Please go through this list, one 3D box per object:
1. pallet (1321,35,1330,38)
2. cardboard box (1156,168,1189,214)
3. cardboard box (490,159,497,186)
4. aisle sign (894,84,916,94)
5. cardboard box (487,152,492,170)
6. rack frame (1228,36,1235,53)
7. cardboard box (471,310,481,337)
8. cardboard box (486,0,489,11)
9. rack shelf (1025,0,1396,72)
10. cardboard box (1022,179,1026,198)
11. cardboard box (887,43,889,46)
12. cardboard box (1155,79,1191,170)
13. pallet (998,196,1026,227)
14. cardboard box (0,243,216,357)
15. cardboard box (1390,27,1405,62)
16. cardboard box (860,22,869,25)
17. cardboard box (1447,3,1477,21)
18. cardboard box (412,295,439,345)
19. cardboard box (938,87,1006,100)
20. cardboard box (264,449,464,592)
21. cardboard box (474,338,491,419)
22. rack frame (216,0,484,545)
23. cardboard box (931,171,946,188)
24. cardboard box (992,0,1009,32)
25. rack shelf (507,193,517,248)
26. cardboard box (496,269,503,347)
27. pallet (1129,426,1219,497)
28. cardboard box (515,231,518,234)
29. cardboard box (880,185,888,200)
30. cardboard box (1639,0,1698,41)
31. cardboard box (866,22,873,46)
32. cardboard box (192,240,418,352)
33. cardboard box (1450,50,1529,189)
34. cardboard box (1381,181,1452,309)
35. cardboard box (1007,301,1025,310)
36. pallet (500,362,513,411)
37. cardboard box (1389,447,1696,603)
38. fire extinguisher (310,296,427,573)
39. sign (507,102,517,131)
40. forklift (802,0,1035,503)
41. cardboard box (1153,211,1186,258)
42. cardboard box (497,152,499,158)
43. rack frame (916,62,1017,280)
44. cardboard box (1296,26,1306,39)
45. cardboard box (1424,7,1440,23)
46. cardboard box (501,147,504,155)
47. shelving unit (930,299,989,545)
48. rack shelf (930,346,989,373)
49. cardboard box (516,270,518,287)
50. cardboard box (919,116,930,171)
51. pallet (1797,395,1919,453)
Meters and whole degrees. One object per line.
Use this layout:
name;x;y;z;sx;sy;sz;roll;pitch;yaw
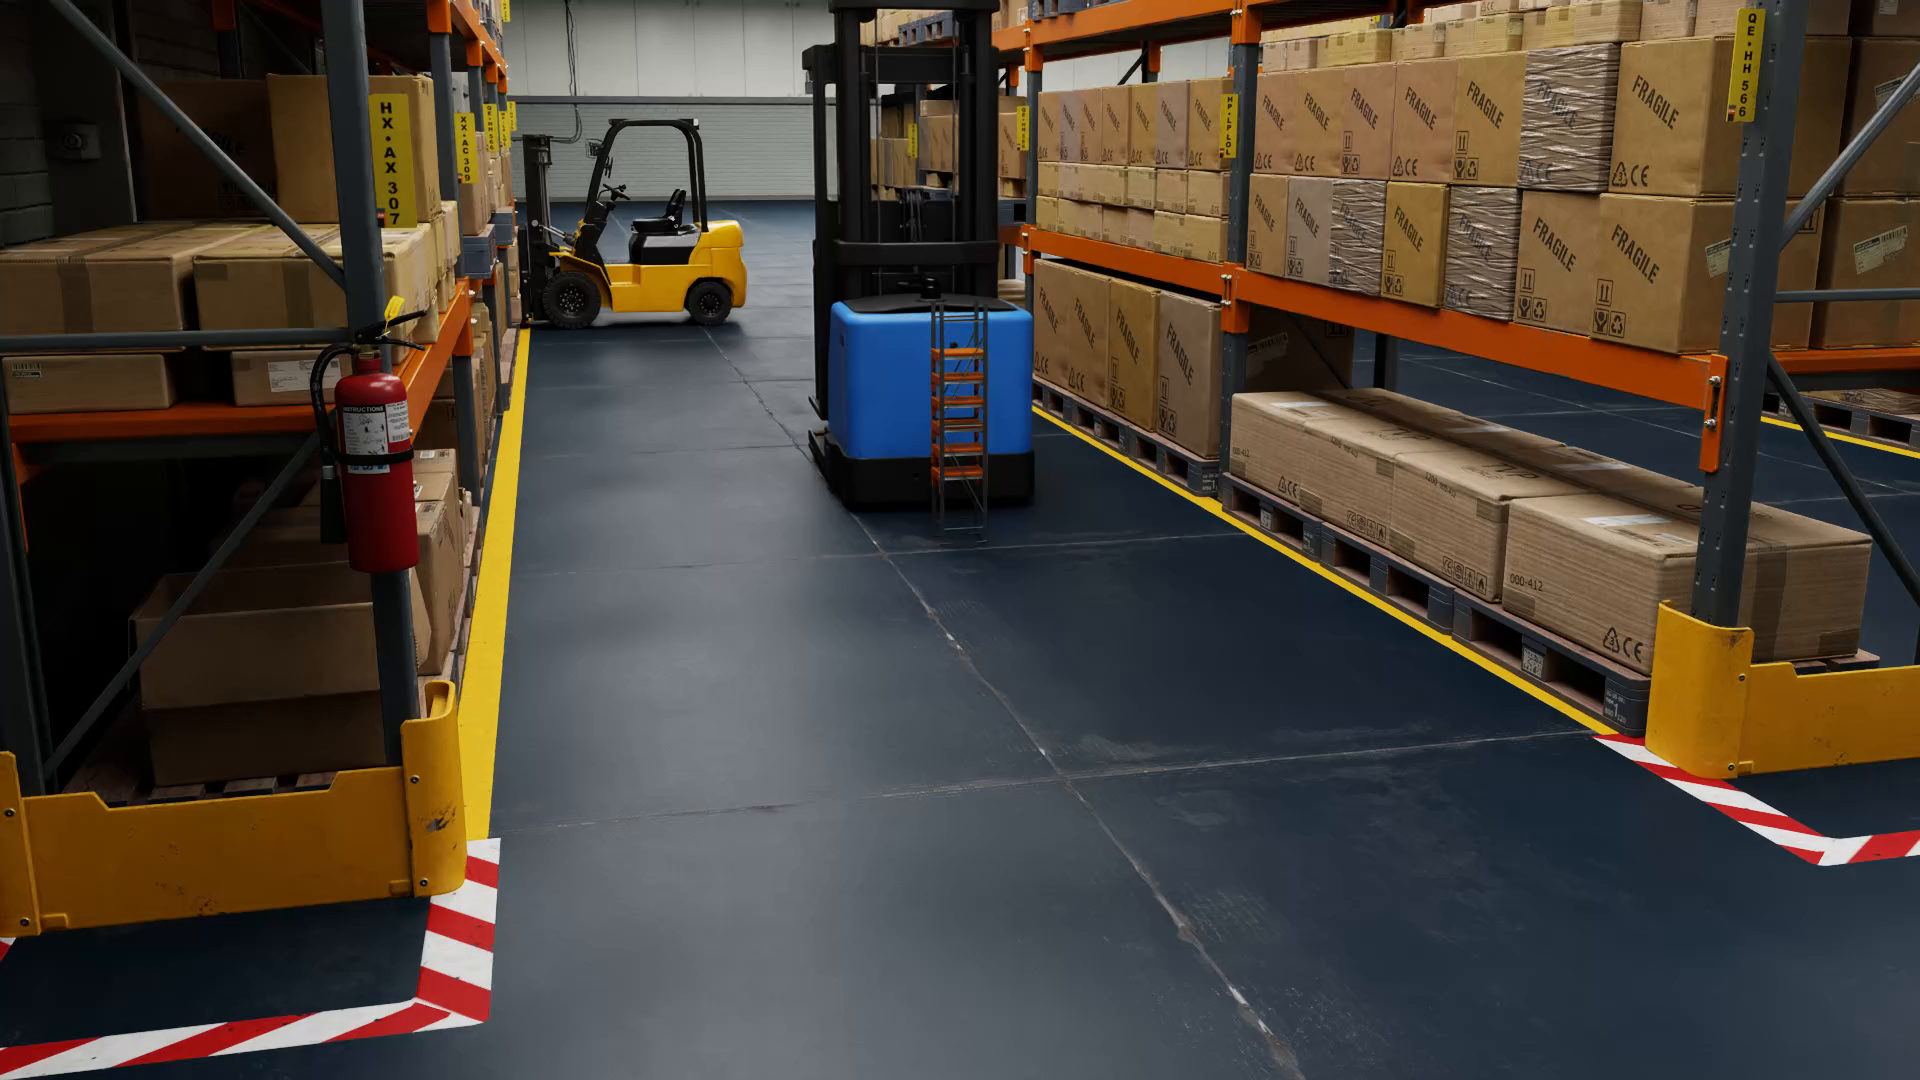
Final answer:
pallet;4.671;-5.438;18.233;1.003;0.211;1.213;-3;14;-13
cardboard box;1.480;-2.063;9.814;0.500;0.250;0.500;-3;14;-12
cardboard box;-3.908;-2.859;13.070;0.500;0.250;0.500;-4;14;-15
aisle sign;-0.607;-5.752;20.172;0.394;0.787;0.004;-3;14;-13
cardboard box;-3.256;-2.223;10.104;0.797;0.503;0.637;-4;14;-14
rack frame;3.914;-7.672;20.868;1.000;3.000;0.127;-3;14;-13
cardboard box;-3.344;-1.416;10.917;0.380;0.149;0.250;-4;14;-15
cardboard box;-4.352;-4.771;14.407;0.500;0.311;0.500;-4;14;-15
rack shelf;1.474;-3.259;10.642;1.077;0.370;4.000;-3;14;-13
cardboard box;0.699;-2.757;13.037;0.380;0.149;0.250;-3;14;-11
cardboard box;-0.576;-5.288;17.962;0.380;0.149;0.250;-3;14;-14
cardboard box;1.466;-2.432;9.745;0.500;0.500;0.500;-3;14;-12
pallet;0.734;-2.678;13.473;1.213;0.211;1.003;-3;14;-13
cardboard box;-2.307;-0.653;4.468;0.500;0.250;0.500;-3;14;-12
cardboard box;2.115;-2.160;7.265;0.380;0.149;0.250;-3;14;-13
cardboard box;-0.929;-5.907;18.814;0.380;0.149;0.250;-3;14;-13
cardboard box;4.929;-5.085;16.033;0.380;0.149;0.250;-3;14;-13
cardboard box;-2.005;-0.759;5.742;0.380;0.149;0.250;-4;14;-15
cardboard box;0.173;-4.328;16.877;0.700;0.500;0.500;-3;14;-14
cardboard box;-2.399;-0.065;6.754;0.700;0.500;0.500;-4;14;-15
cardboard box;-3.278;-1.003;10.593;0.500;0.500;0.500;-3;14;-11
rack frame;-2.880;-1.412;7.888;1.000;3.000;0.127;-3;14;-13
cardboard box;-0.062;-3.414;15.727;0.380;0.149;0.250;-3;14;-12
cardboard box;0.619;-4.470;13.867;0.797;0.503;0.637;-3;14;-13
rack shelf;-5.229;-3.370;17.416;1.077;0.370;4.000;-3;14;-13
cardboard box;-4.451;-2.009;14.450;0.875;0.625;0.625;-3;14;-14
pallet;1.690;-0.509;10.067;1.003;0.211;1.213;-3;14;-13
cardboard box;-5.033;-3.213;18.059;0.500;0.250;0.500;-3;14;-12
cardboard box;-0.675;-3.823;18.284;0.380;0.149;0.250;-3;14;-13
cardboard box;2.522;-1.746;5.567;0.380;0.149;0.250;-3;14;-12
cardboard box;-0.761;-5.622;18.486;0.500;0.250;0.500;-3;14;-12
cardboard box;-1.785;-0.681;4.584;0.500;0.250;0.500;-3;14;-13
cardboard box;2.274;-1.633;6.472;0.500;0.500;0.500;-3;14;-13
cardboard box;2.145;-1.265;7.076;0.500;0.500;0.500;-3;14;-12
cardboard box;0.700;-1.841;14.294;0.950;0.372;0.625;-4;14;-14
pallet;-3.975;-1.173;12.783;1.003;0.211;1.213;-3;14;-13
cardboard box;2.408;-0.084;6.964;0.875;0.438;0.875;-3;14;-12
fire extinguisher;-1.457;-0.263;4.131;0.296;0.674;0.183;-3;14;-13
sign;-5.168;-4.885;19.165;0.100;0.325;0.005;-3;14;-13
forklift;-0.360;-1.926;10.136;1.130;2.935;3.031;-2;14;-10
cardboard box;1.475;-1.824;9.889;0.500;0.250;0.500;-3;14;-14
cardboard box;-4.188;-3.384;14.381;0.380;0.149;0.250;-4;14;-15
rack frame;0.065;-3.536;16.578;1.000;3.000;0.127;-3;14;-13
cardboard box;4.097;-5.841;19.127;0.380;0.149;0.250;-3;14;-13
cardboard box;4.752;-5.326;16.774;0.258;0.266;0.396;-4;14;-14
cardboard box;-4.714;-3.889;16.448;0.380;0.149;0.250;-3;14;-12
shelving unit;-0.003;-0.586;8.298;0.258;1.200;0.189;-3;14;-13
rack shelf;-0.003;-0.893;8.223;0.258;0.103;0.180;-3;14;-13
cardboard box;-4.693;-2.614;16.662;0.500;0.250;0.500;-3;14;-13
cardboard box;-0.103;-3.809;15.973;0.500;0.500;0.500;-3;14;-12
pallet;6.548;-0.814;11.315;1.003;0.211;1.213;-3;14;-13
